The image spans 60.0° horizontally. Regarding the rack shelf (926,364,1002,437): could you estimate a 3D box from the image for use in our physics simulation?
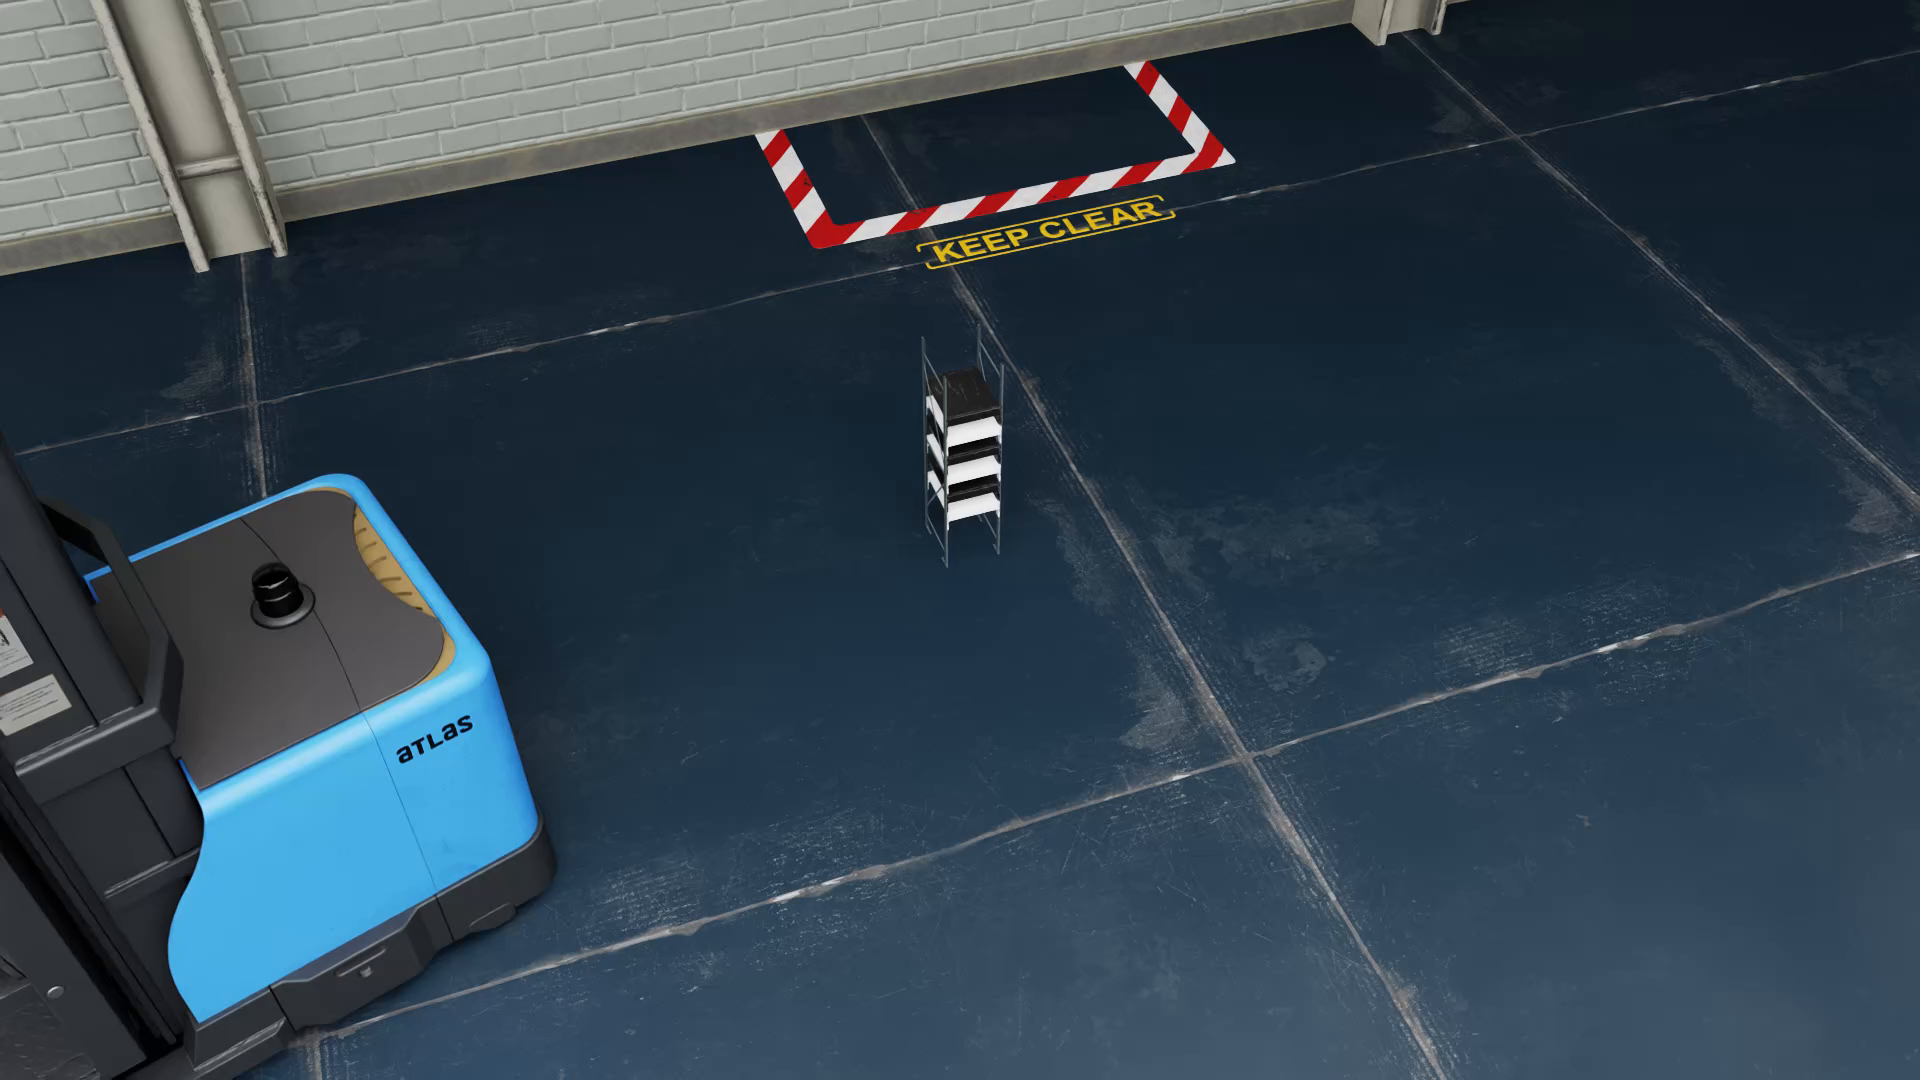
[{"bbox_3d":[0.008,-0.487,5.766,0.200,0.077,0.258,-14,47,-14],"label":"rack shelf"}]

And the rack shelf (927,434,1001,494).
[{"bbox_3d":[0.008,-0.296,5.957,0.200,0.077,0.258,-14,47,-14],"label":"rack shelf"}]

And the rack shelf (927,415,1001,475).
[{"bbox_3d":[0.008,-0.360,5.893,0.200,0.077,0.258,-14,47,-14],"label":"rack shelf"}]

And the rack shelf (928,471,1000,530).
[{"bbox_3d":[0.008,-0.169,6.084,0.200,0.077,0.258,-14,47,-14],"label":"rack shelf"}]

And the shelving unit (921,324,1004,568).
[{"bbox_3d":[0.008,-0.320,5.933,0.210,0.900,0.258,-14,47,-14],"label":"shelving unit"}]

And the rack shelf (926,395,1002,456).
[{"bbox_3d":[0.008,-0.423,5.829,0.200,0.077,0.258,-14,47,-14],"label":"rack shelf"}]

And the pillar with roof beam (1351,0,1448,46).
[{"bbox_3d":[3.821,-3.098,2.984,0.400,9.000,9.100,-14,47,-14],"label":"pillar with roof beam"}]

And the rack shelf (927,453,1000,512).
[{"bbox_3d":[0.008,-0.233,6.021,0.200,0.077,0.258,-14,47,-14],"label":"rack shelf"}]

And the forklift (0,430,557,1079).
[{"bbox_3d":[-2.731,0.397,3.785,3.031,2.935,1.130,-28,51,-25],"label":"forklift"}]

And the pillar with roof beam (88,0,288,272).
[{"bbox_3d":[-1.822,-1.655,1.546,0.400,9.000,9.100,-14,47,-14],"label":"pillar with roof beam"}]

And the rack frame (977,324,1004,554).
[{"bbox_3d":[0.103,-0.344,5.958,0.006,0.900,0.240,-14,47,-14],"label":"rack frame"}]

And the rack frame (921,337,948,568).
[{"bbox_3d":[-0.088,-0.295,5.909,0.006,0.900,0.240,-14,47,-14],"label":"rack frame"}]
